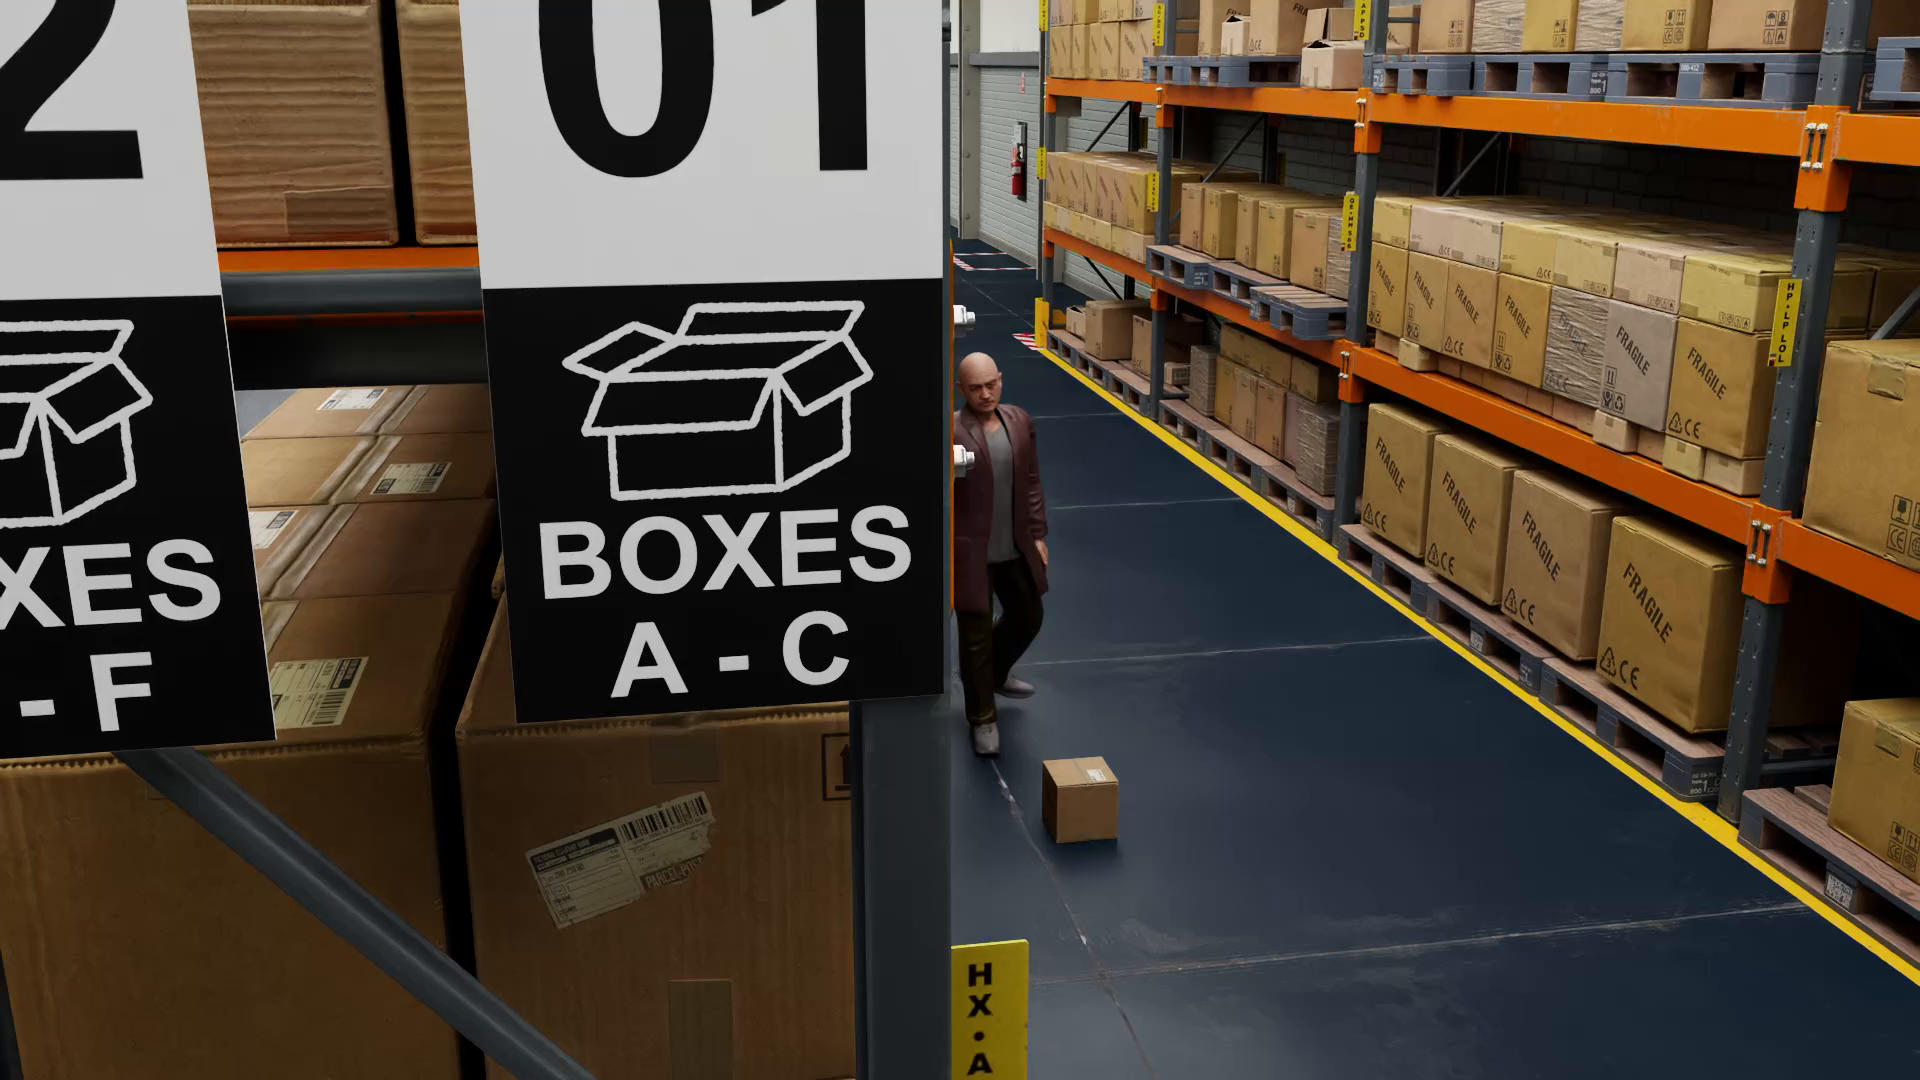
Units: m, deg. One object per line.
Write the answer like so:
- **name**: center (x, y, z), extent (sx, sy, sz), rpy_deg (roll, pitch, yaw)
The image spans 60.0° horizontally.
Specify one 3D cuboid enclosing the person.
- **person**: center (0.118, 0.029, 7.398), extent (0.664, 1.773, 0.649), rpy_deg (-8, 18, -26)
